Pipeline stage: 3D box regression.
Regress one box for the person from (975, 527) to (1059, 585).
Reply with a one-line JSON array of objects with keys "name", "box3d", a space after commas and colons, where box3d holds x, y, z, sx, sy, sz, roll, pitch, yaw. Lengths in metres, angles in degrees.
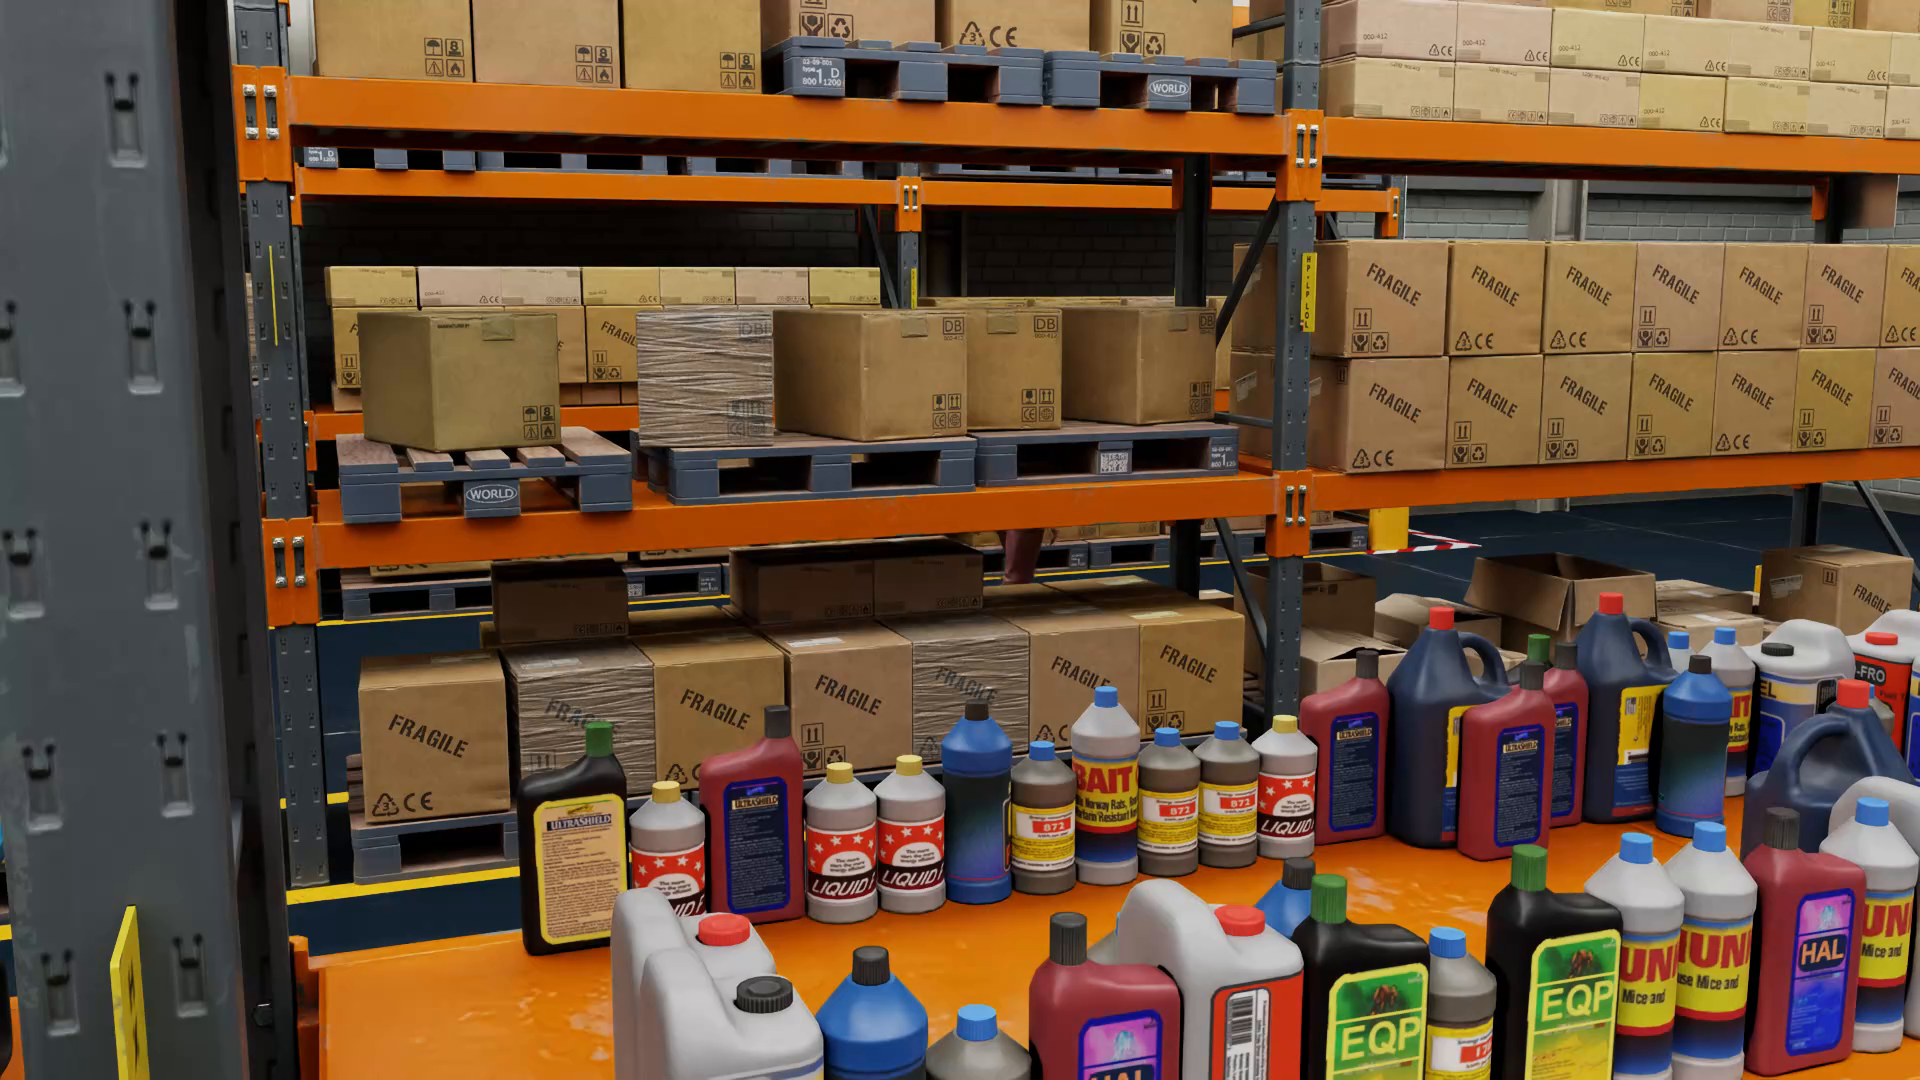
[{"name": "person", "box3d": [0.335, -0.116, 9.082, 0.472, 1.673, 0.534, 8, 12, 40]}]
